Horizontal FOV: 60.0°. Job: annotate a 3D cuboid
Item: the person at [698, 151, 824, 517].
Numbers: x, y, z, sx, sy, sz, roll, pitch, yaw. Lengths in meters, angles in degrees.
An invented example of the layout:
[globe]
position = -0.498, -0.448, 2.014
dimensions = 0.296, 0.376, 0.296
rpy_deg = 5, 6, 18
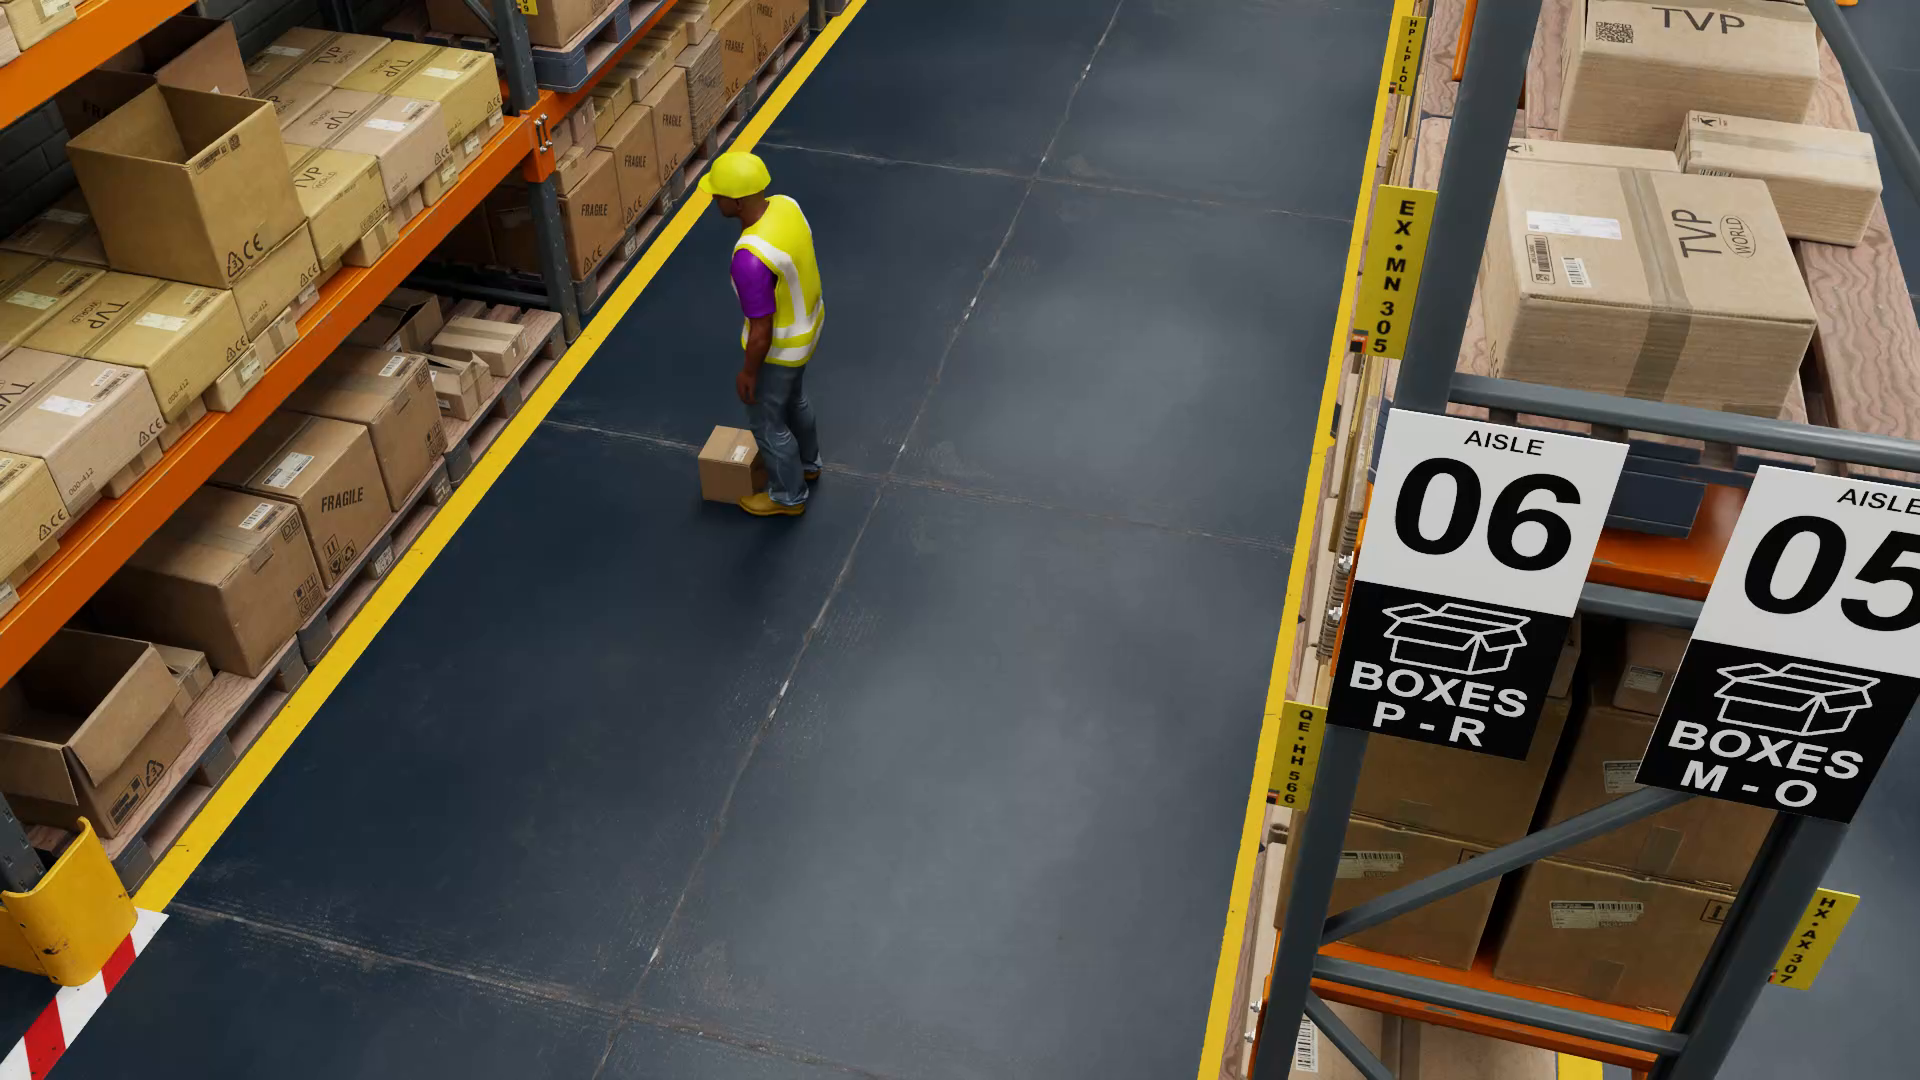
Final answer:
[person]
position = -0.819, -0.872, 7.155
dimensions = 0.455, 1.760, 0.635
rpy_deg = 8, 41, 9
